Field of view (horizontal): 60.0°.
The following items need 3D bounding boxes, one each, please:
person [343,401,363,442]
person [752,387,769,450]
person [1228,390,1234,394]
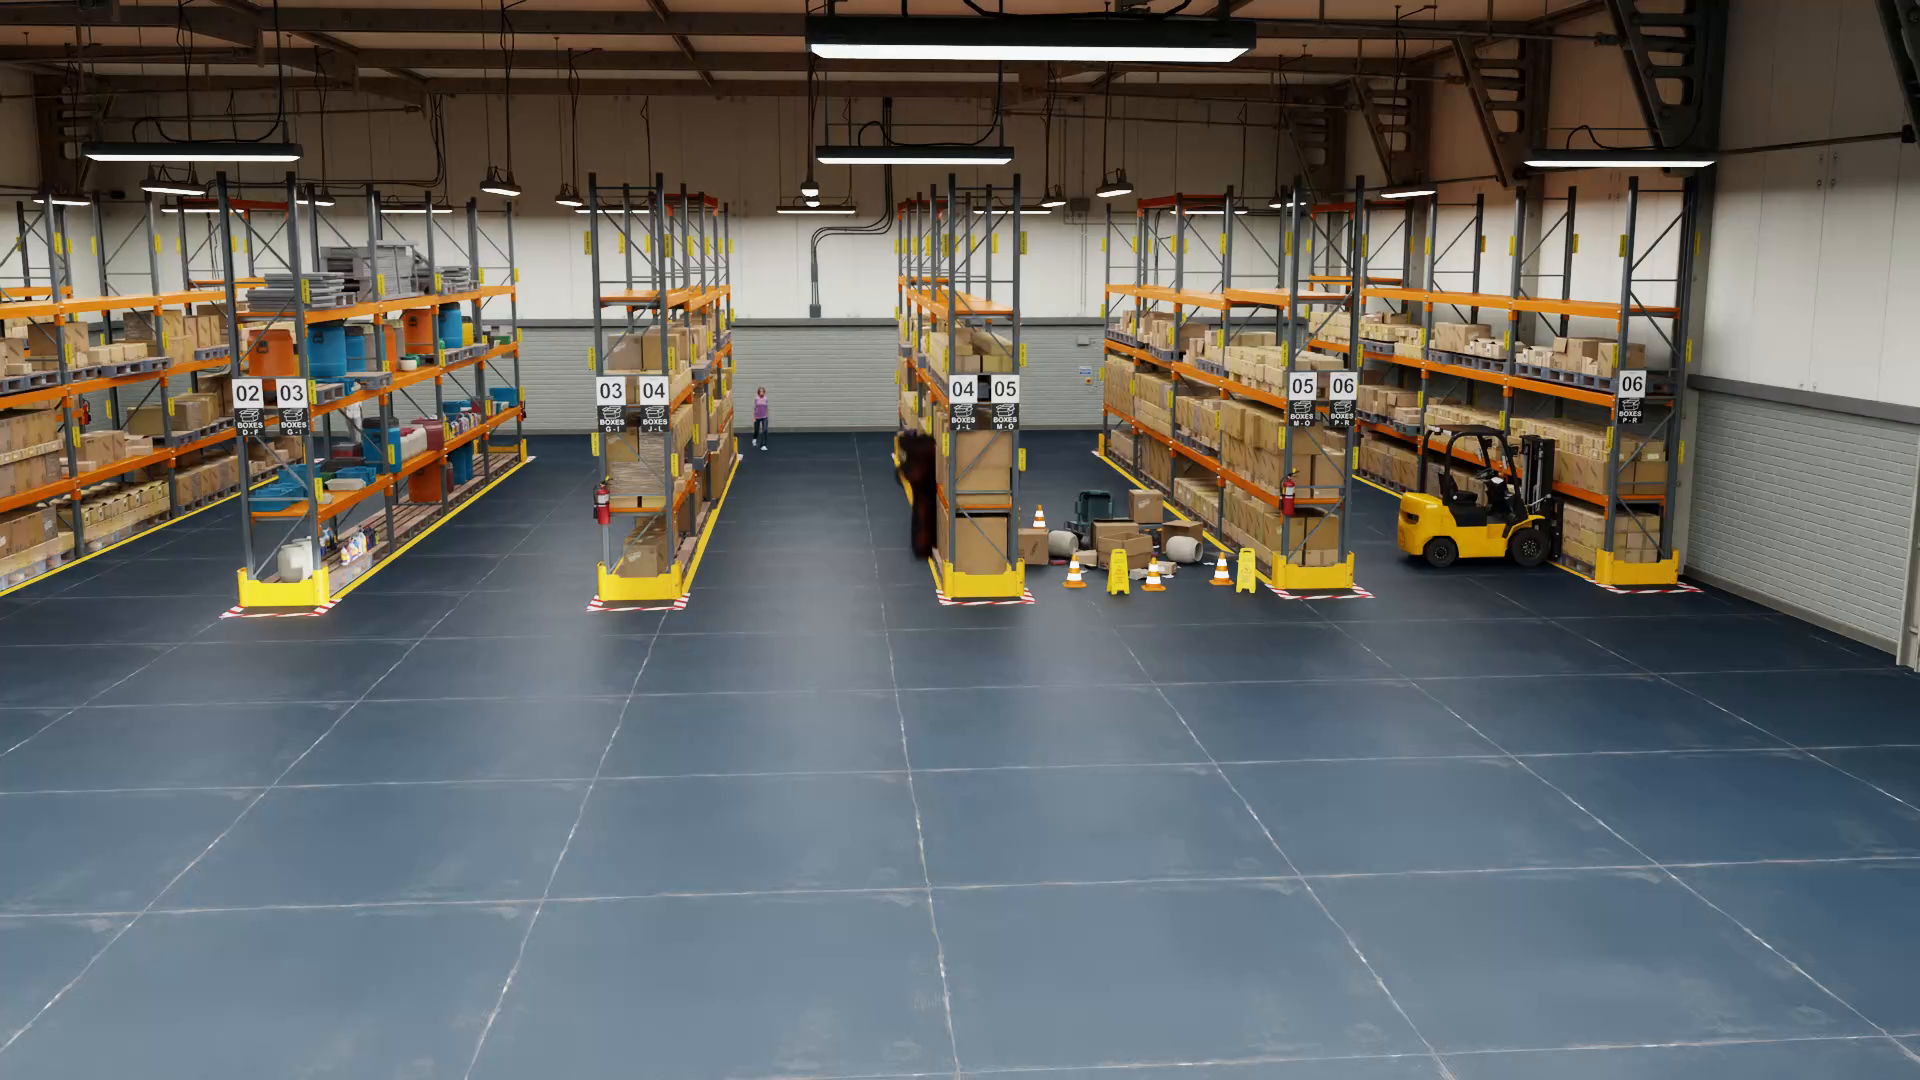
[{"bbox_3d":[-14.974,-3.004,41.041,0.443,1.626,0.979,-3,10,-17],"label":"person"},{"bbox_3d":[-4.939,-3.025,41.261,0.438,1.565,0.647,-3,10,-16],"label":"person"},{"bbox_3d":[6.312,-2.765,39.282,0.688,1.768,0.614,-3,11,-17],"label":"person"}]
